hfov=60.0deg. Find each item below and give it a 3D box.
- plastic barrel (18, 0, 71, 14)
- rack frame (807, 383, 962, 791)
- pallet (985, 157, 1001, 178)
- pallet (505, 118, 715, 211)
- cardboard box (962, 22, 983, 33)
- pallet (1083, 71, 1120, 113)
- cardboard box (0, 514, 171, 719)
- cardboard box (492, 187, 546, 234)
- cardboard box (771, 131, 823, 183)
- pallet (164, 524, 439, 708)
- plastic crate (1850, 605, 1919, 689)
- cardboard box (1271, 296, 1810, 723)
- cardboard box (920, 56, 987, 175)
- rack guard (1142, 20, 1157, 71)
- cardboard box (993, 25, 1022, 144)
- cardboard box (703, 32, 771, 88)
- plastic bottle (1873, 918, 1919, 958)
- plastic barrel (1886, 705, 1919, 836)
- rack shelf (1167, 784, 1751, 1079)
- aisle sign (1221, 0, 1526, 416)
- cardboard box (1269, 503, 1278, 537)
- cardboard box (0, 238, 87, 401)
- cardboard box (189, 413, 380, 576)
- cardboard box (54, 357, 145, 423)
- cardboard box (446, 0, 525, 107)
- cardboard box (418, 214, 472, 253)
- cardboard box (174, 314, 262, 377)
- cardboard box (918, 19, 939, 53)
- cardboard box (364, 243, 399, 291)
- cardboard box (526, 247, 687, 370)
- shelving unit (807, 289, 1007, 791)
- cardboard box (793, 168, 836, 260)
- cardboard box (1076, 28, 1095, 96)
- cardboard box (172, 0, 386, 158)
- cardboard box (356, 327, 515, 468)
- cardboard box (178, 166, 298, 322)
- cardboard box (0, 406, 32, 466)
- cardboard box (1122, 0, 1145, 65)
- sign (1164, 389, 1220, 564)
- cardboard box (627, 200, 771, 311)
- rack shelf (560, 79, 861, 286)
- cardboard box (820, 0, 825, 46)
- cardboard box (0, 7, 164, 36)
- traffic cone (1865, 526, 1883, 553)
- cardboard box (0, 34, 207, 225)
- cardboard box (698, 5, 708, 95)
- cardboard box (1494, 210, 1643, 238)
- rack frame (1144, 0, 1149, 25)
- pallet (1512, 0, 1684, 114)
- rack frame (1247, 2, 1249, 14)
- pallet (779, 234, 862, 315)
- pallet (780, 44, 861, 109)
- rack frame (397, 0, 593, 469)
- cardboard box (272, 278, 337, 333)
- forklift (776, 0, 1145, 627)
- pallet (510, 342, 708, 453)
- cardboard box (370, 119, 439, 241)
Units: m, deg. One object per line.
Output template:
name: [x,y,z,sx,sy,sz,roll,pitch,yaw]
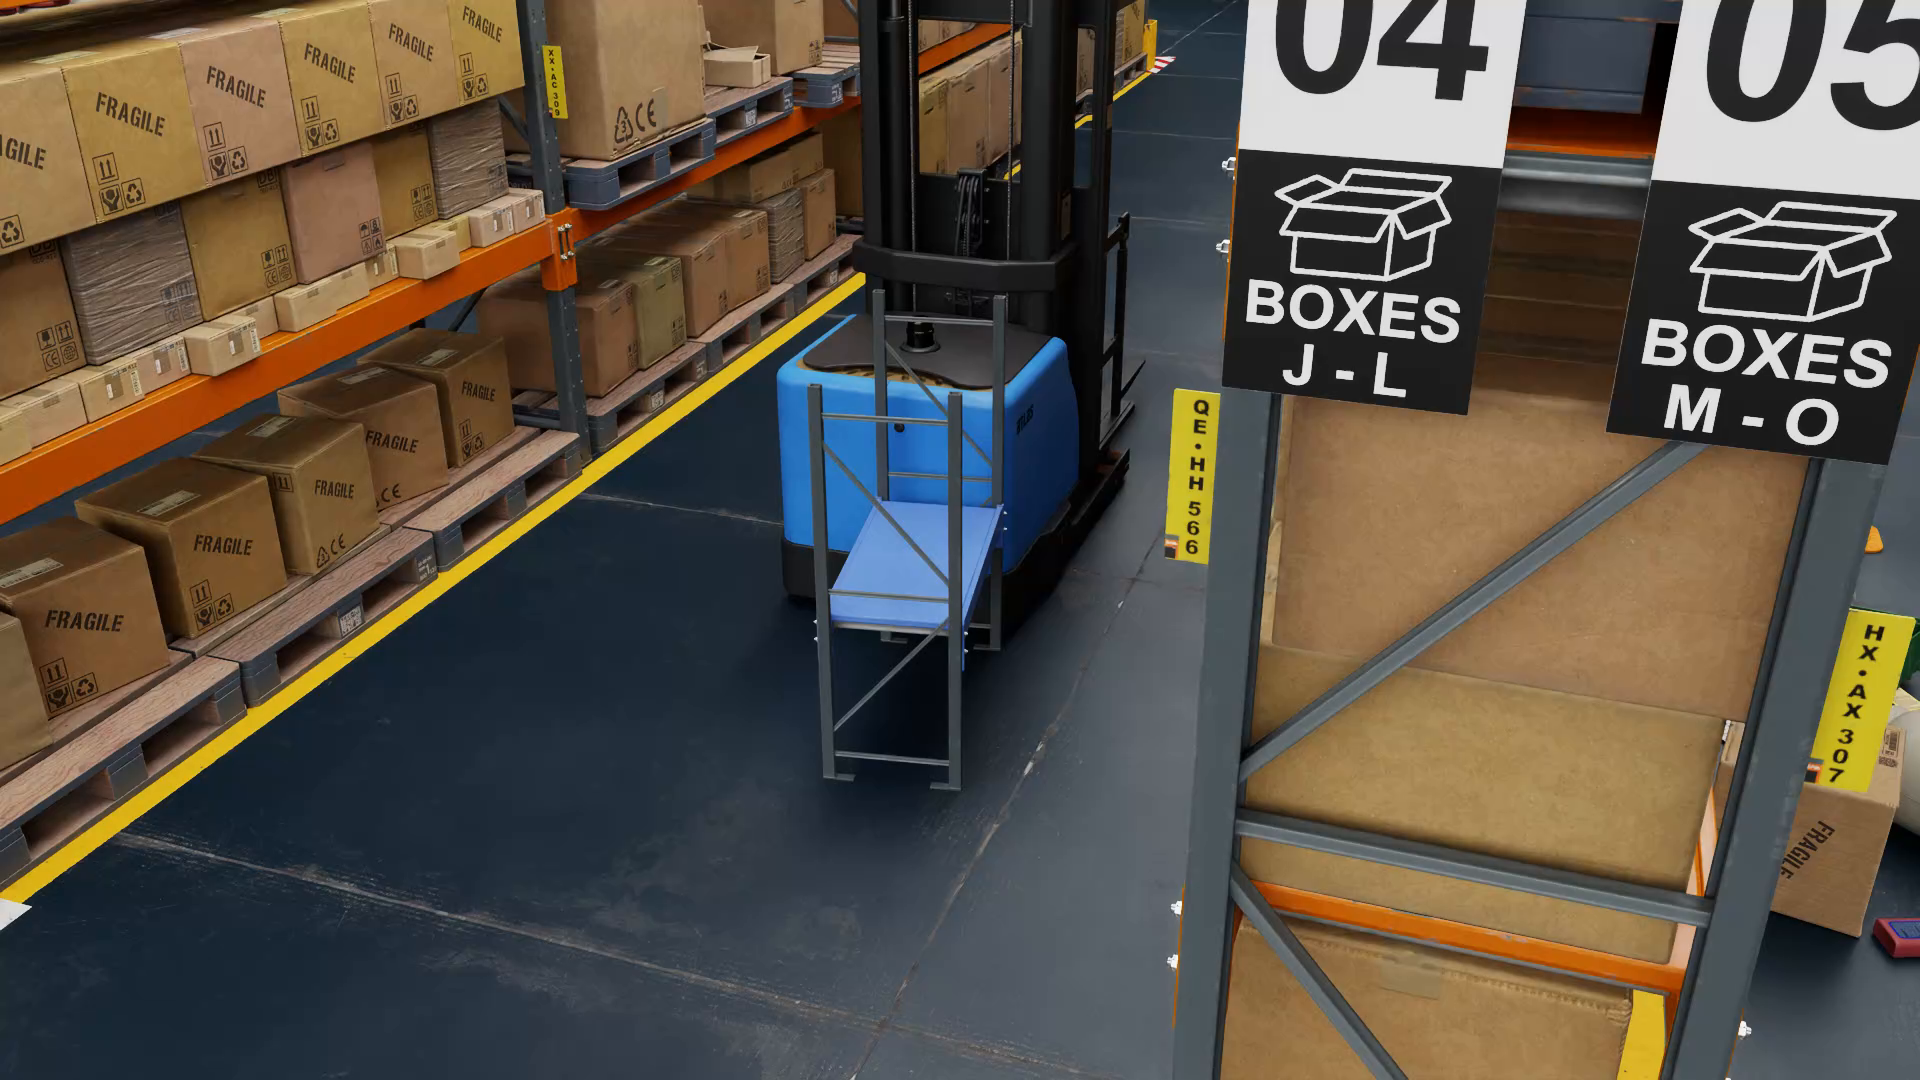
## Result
plastic barrel: [-6.145,-3.420,11.216,0.433,0.535,0.433,0,26,0]
rack frame: [-0.241,0.194,5.629,0.500,1.500,0.032,4,26,8]
pallet: [-0.316,-3.002,13.707,1.003,0.211,1.213,9,27,17]
pallet: [-1.996,-2.007,8.673,1.003,0.211,1.213,9,27,17]
cardboard box: [-0.133,-4.278,13.028,0.500,0.500,0.500,9,27,18]
pallet: [1.006,-4.637,17.085,1.003,0.211,1.213,9,27,17]
cardboard box: [-3.329,0.275,6.127,0.500,0.500,0.500,17,30,31]
cardboard box: [-2.182,-1.556,7.810,0.380,0.149,0.250,9,27,17]
cardboard box: [-1.251,-2.575,11.129,0.500,0.250,0.500,10,28,20]
pallet: [-2.982,0.239,7.014,1.003,0.211,1.213,9,27,17]
plastic crate: [3.433,0.462,6.515,0.662,0.188,0.450,-20,23,-36]
cardboard box: [1.085,-0.096,3.095,0.875,0.550,0.550,9,27,17]
cardboard box: [-0.504,-3.323,13.126,1.225,0.875,0.875,9,27,18]
rack guard: [1.614,-5.616,18.776,1.175,0.500,0.348,9,27,17]
cardboard box: [0.080,-4.055,14.639,1.225,0.875,0.875,9,27,18]
cardboard box: [-1.357,-2.848,9.863,0.396,0.266,0.258,8,27,16]
plastic bottle: [2.999,1.229,5.141,0.283,0.061,0.133,0,26,-1]
plastic barrel: [3.325,0.809,5.594,0.421,0.421,0.512,-14,29,-27]
rack shelf: [1.590,0.106,4.914,1.077,0.370,4.000,9,27,17]
aisle sign: [0.618,-0.580,2.523,0.394,0.787,0.004,9,27,17]
cardboard box: [1.168,0.149,3.829,0.875,0.550,0.550,9,27,17]
cardboard box: [-3.457,-0.780,5.463,0.875,0.500,0.500,9,27,17]
cardboard box: [-2.875,-0.203,7.113,0.500,0.500,0.500,6,27,13]
cardboard box: [-3.047,-0.534,5.699,0.380,0.149,0.250,9,27,17]
cardboard box: [-2.278,-2.204,7.257,0.500,0.500,0.500,9,27,17]
cardboard box: [-2.414,-1.361,7.407,0.380,0.149,0.250,9,27,17]
cardboard box: [-2.809,-0.728,6.100,0.380,0.149,0.250,9,27,17]
cardboard box: [-0.469,-3.862,12.169,0.500,0.500,0.500,8,27,16]
cardboard box: [-2.600,-1.158,6.989,0.380,0.149,0.250,9,27,17]
cardboard box: [-1.987,-1.316,9.389,0.700,0.500,0.500,9,27,17]
shelving unit: [-0.160,-0.025,6.080,0.538,1.500,1.048,4,26,8]
cardboard box: [-1.261,-2.239,11.295,0.700,0.500,0.500,7,27,15]
cardboard box: [0.869,-4.950,16.488,0.875,0.875,0.875,9,27,17]
cardboard box: [-2.610,-1.793,6.408,0.500,0.500,0.500,9,27,17]
cardboard box: [-2.559,-0.706,8.152,0.500,0.500,0.500,8,27,16]
cardboard box: [-3.072,-1.183,6.296,0.875,0.500,0.500,9,27,17]
cardboard box: [-3.201,-0.327,5.271,0.380,0.149,0.250,9,27,17]
cardboard box: [1.468,-5.690,18.016,0.875,0.875,0.875,9,27,17]
sign: [0.418,-0.108,2.930,0.100,0.325,0.005,9,27,17]
cardboard box: [-1.615,-1.775,10.338,0.700,0.500,0.500,11,28,22]
rack shelf: [-1.722,-2.298,9.880,1.077,0.370,4.000,9,27,17]
cardboard box: [-1.199,-3.450,10.838,0.500,0.500,0.500,5,26,11]
cardboard box: [-3.265,-1.663,6.139,0.500,0.500,0.500,9,27,17]
traffic cone: [4.126,-0.230,7.694,0.336,0.463,0.334,9,27,17]
cardboard box: [-2.941,-1.382,5.559,0.500,0.500,0.500,9,27,17]
cardboard box: [-1.898,-2.762,9.411,0.797,0.503,0.637,12,28,23]
cardboard box: [1.495,-0.546,4.024,0.875,0.550,0.550,9,27,17]
rack frame: [1.606,-6.732,18.211,1.000,3.000,0.127,9,27,17]
pallet: [1.162,-1.012,3.058,1.003,0.211,1.213,9,27,17]
rack frame: [0.925,-2.096,1.752,1.000,3.000,0.127,9,27,17]
pallet: [-1.318,-1.868,11.366,1.003,0.211,1.213,9,27,17]
pallet: [-1.193,-3.049,10.826,1.213,0.211,1.003,9,27,17]
rack frame: [-2.388,-1.800,8.026,1.000,3.000,0.127,9,27,17]
cardboard box: [-2.695,-0.942,6.542,0.380,0.149,0.250,9,27,17]
forklift: [0.213,-1.578,7.645,1.130,2.935,3.031,9,27,18]
pallet: [-2.130,-0.865,9.295,1.003,0.211,1.213,9,27,17]
cardboard box: [-2.795,-1.603,7.162,0.875,0.500,0.500,9,27,17]
